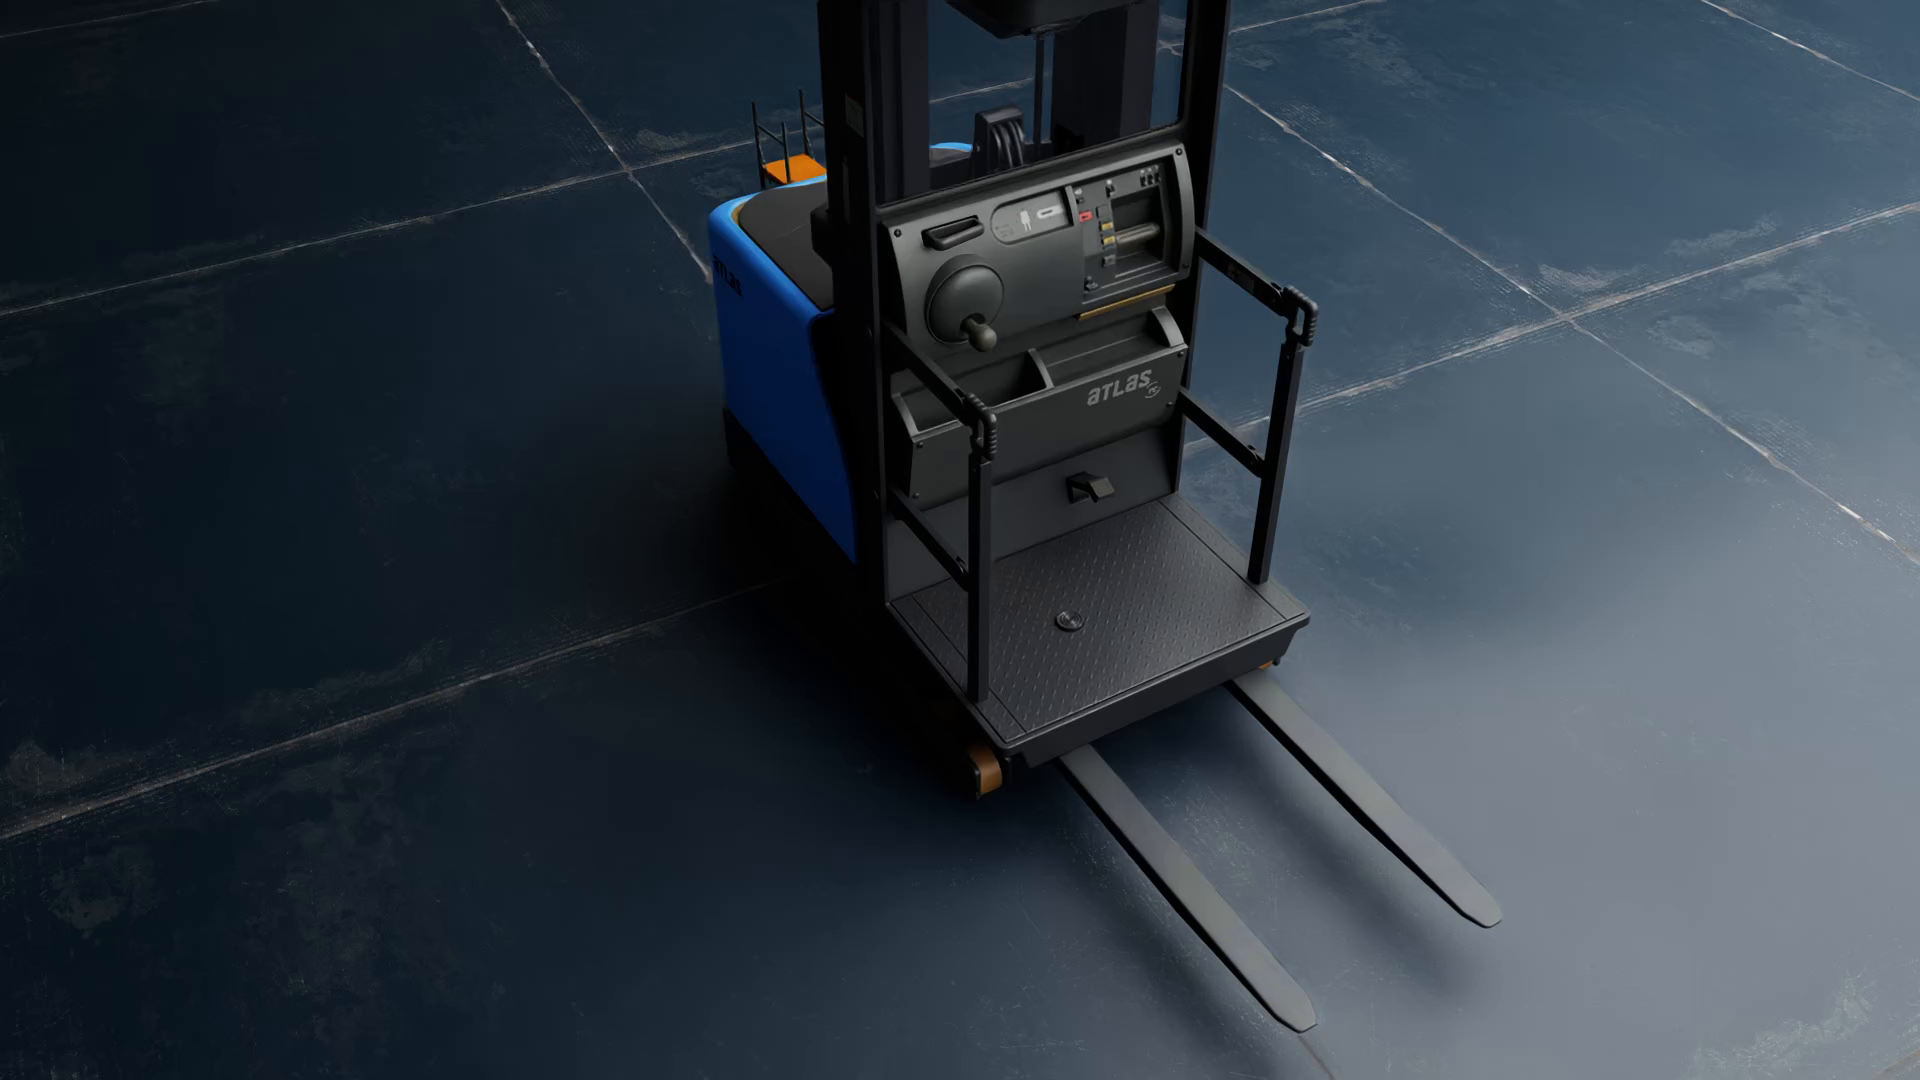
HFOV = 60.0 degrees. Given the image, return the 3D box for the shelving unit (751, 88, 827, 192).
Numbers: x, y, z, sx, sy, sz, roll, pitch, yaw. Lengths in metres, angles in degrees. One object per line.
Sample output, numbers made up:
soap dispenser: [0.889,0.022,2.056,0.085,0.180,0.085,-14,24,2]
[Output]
shelving unit: [-0.549,-0.992,5.982,0.189,1.200,0.258,-22,42,-24]

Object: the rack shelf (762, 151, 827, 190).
rack shelf: [-0.558,-1.243,5.791,0.180,0.103,0.258,-22,42,-24]

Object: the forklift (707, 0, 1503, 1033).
forklift: [0.343,-0.715,4.326,1.130,2.935,3.031,-21,44,-23]

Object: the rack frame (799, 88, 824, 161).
rack frame: [-0.472,-1.024,6.020,0.006,1.200,0.240,-22,42,-24]

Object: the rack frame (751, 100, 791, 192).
rack frame: [-0.626,-0.961,5.945,0.006,1.200,0.240,-22,42,-24]
